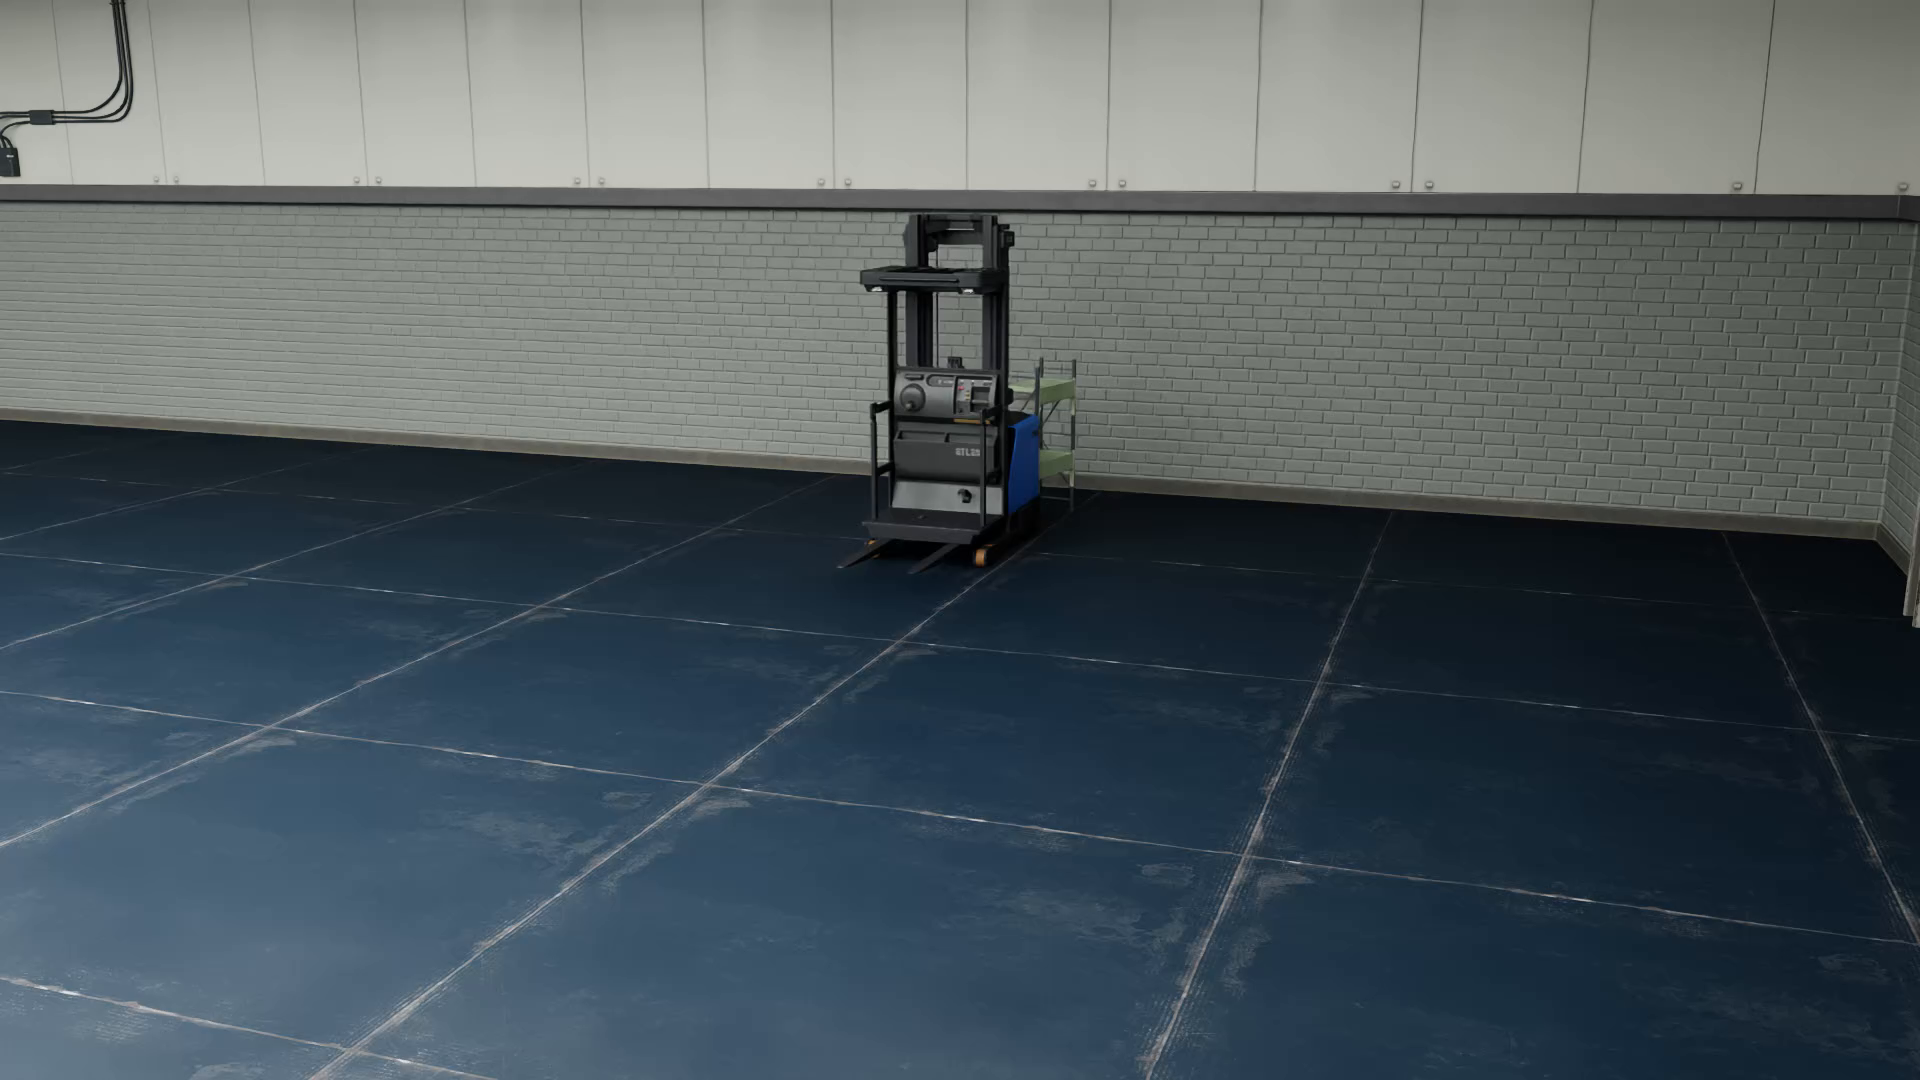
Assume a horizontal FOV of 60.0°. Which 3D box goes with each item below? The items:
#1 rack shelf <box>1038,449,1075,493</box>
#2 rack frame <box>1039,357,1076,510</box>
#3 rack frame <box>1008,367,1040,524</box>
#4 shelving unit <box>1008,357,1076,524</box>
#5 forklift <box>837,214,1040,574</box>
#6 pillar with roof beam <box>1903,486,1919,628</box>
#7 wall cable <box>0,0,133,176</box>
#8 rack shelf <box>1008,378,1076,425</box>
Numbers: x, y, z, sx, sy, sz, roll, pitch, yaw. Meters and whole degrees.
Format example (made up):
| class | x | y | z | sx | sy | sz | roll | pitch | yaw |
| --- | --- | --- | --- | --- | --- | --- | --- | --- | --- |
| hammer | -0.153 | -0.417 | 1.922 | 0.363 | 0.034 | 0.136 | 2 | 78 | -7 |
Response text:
| class | x | y | z | sx | sy | sz | roll | pitch | yaw |
| --- | --- | --- | --- | --- | --- | --- | --- | --- | --- |
| rack shelf | 0.765 | -0.664 | 16.252 | 0.431 | 0.370 | 0.720 | 8 | 15 | 31 |
| rack frame | 0.958 | -1.051 | 16.482 | 0.400 | 1.500 | 0.023 | 8 | 15 | 31 |
| rack frame | 0.572 | -0.912 | 15.876 | 0.400 | 1.500 | 0.023 | 8 | 15 | 31 |
| shelving unit | 0.765 | -0.981 | 16.179 | 0.431 | 1.500 | 0.755 | 8 | 15 | 31 |
| forklift | -0.191 | -1.293 | 14.328 | 1.130 | 2.935 | 3.031 | 4 | 14 | 18 |
| pillar with roof beam | 3.250 | -4.079 | 12.897 | 9.100 | 9.000 | 0.400 | 4 | 14 | 18 |
| wall cable | -11.300 | -7.533 | 20.388 | 2.305 | 6.003 | 0.169 | 4 | 14 | 18 |
| rack shelf | 0.765 | -1.362 | 16.092 | 0.431 | 0.370 | 0.720 | 8 | 15 | 31 |
